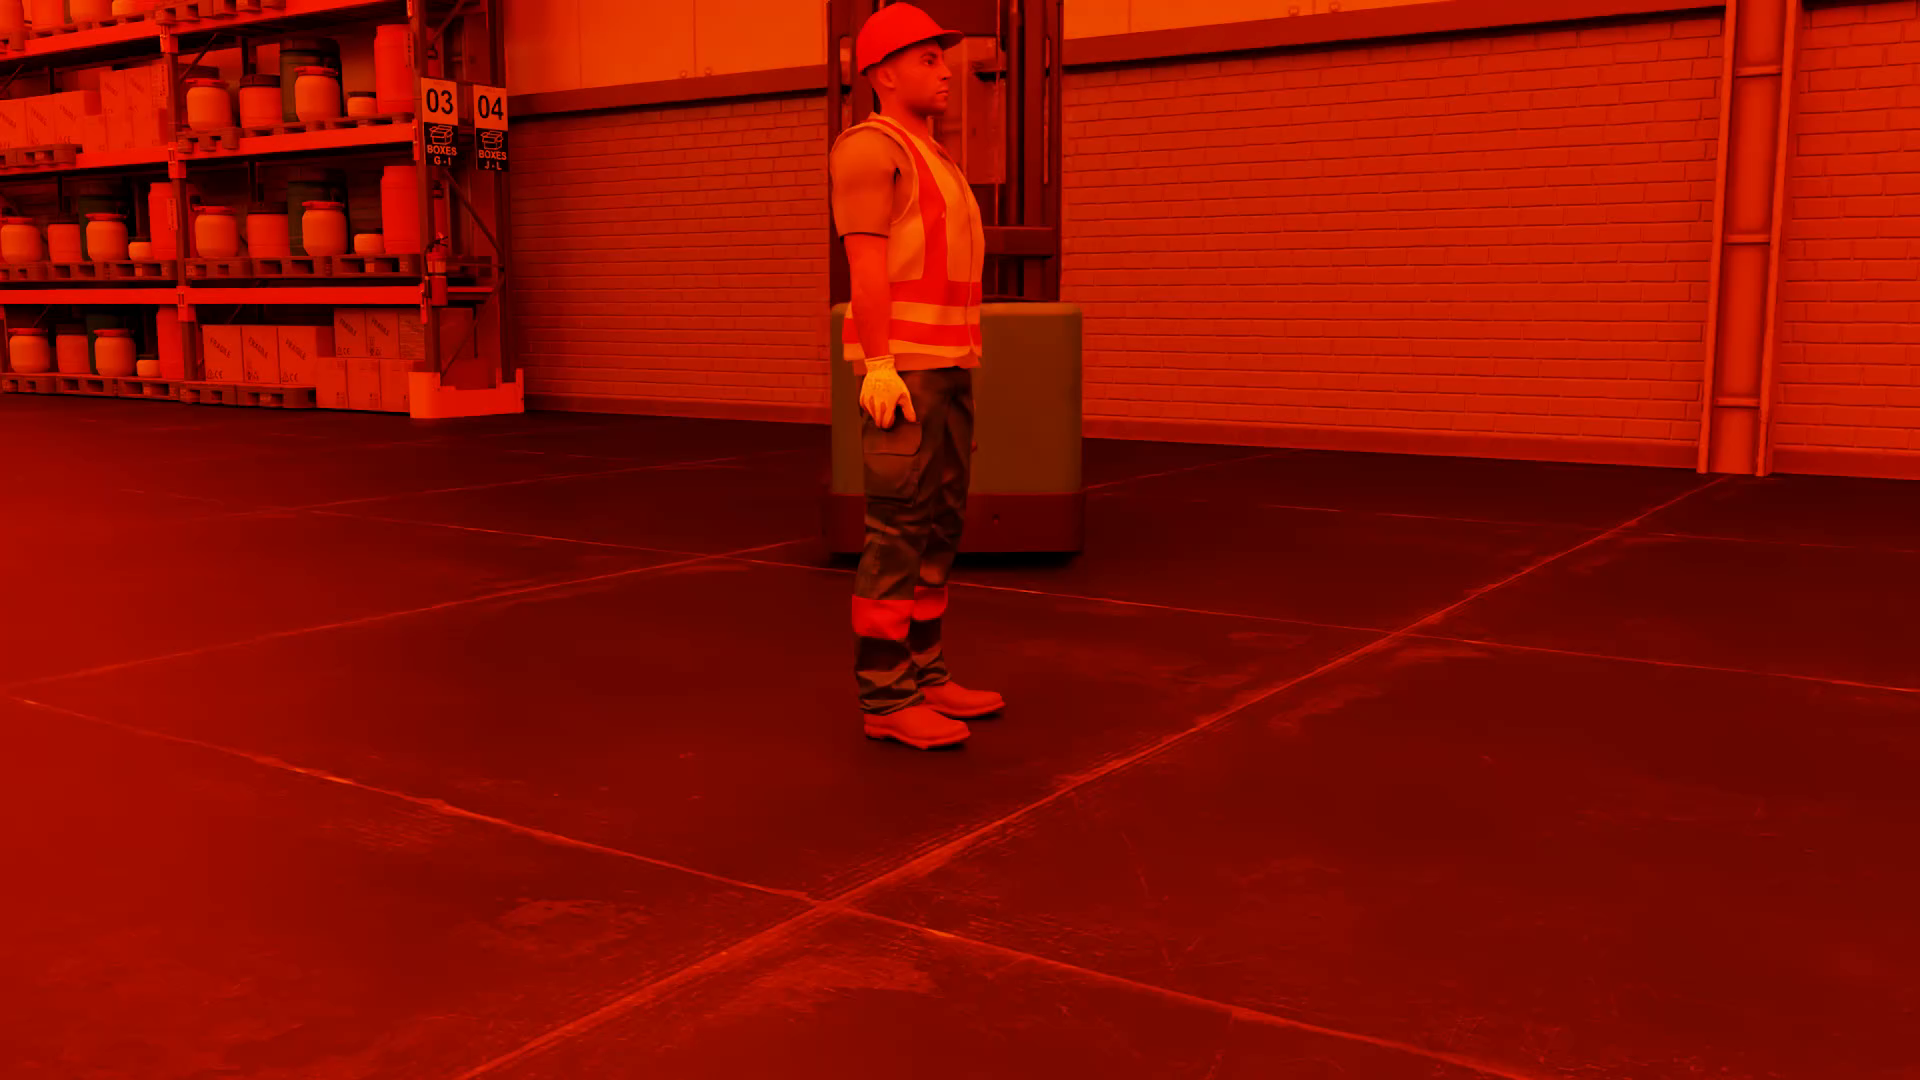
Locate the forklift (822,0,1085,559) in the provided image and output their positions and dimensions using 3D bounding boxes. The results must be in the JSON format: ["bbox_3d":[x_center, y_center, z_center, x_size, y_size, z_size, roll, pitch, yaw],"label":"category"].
[{"bbox_3d":[-0.084,-1.541,8.031,1.130,2.935,3.031,0,8,-3],"label":"forklift"}]

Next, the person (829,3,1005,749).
[{"bbox_3d":[-0.095,-0.413,4.152,0.376,1.794,0.533,3,8,18],"label":"person"}]
